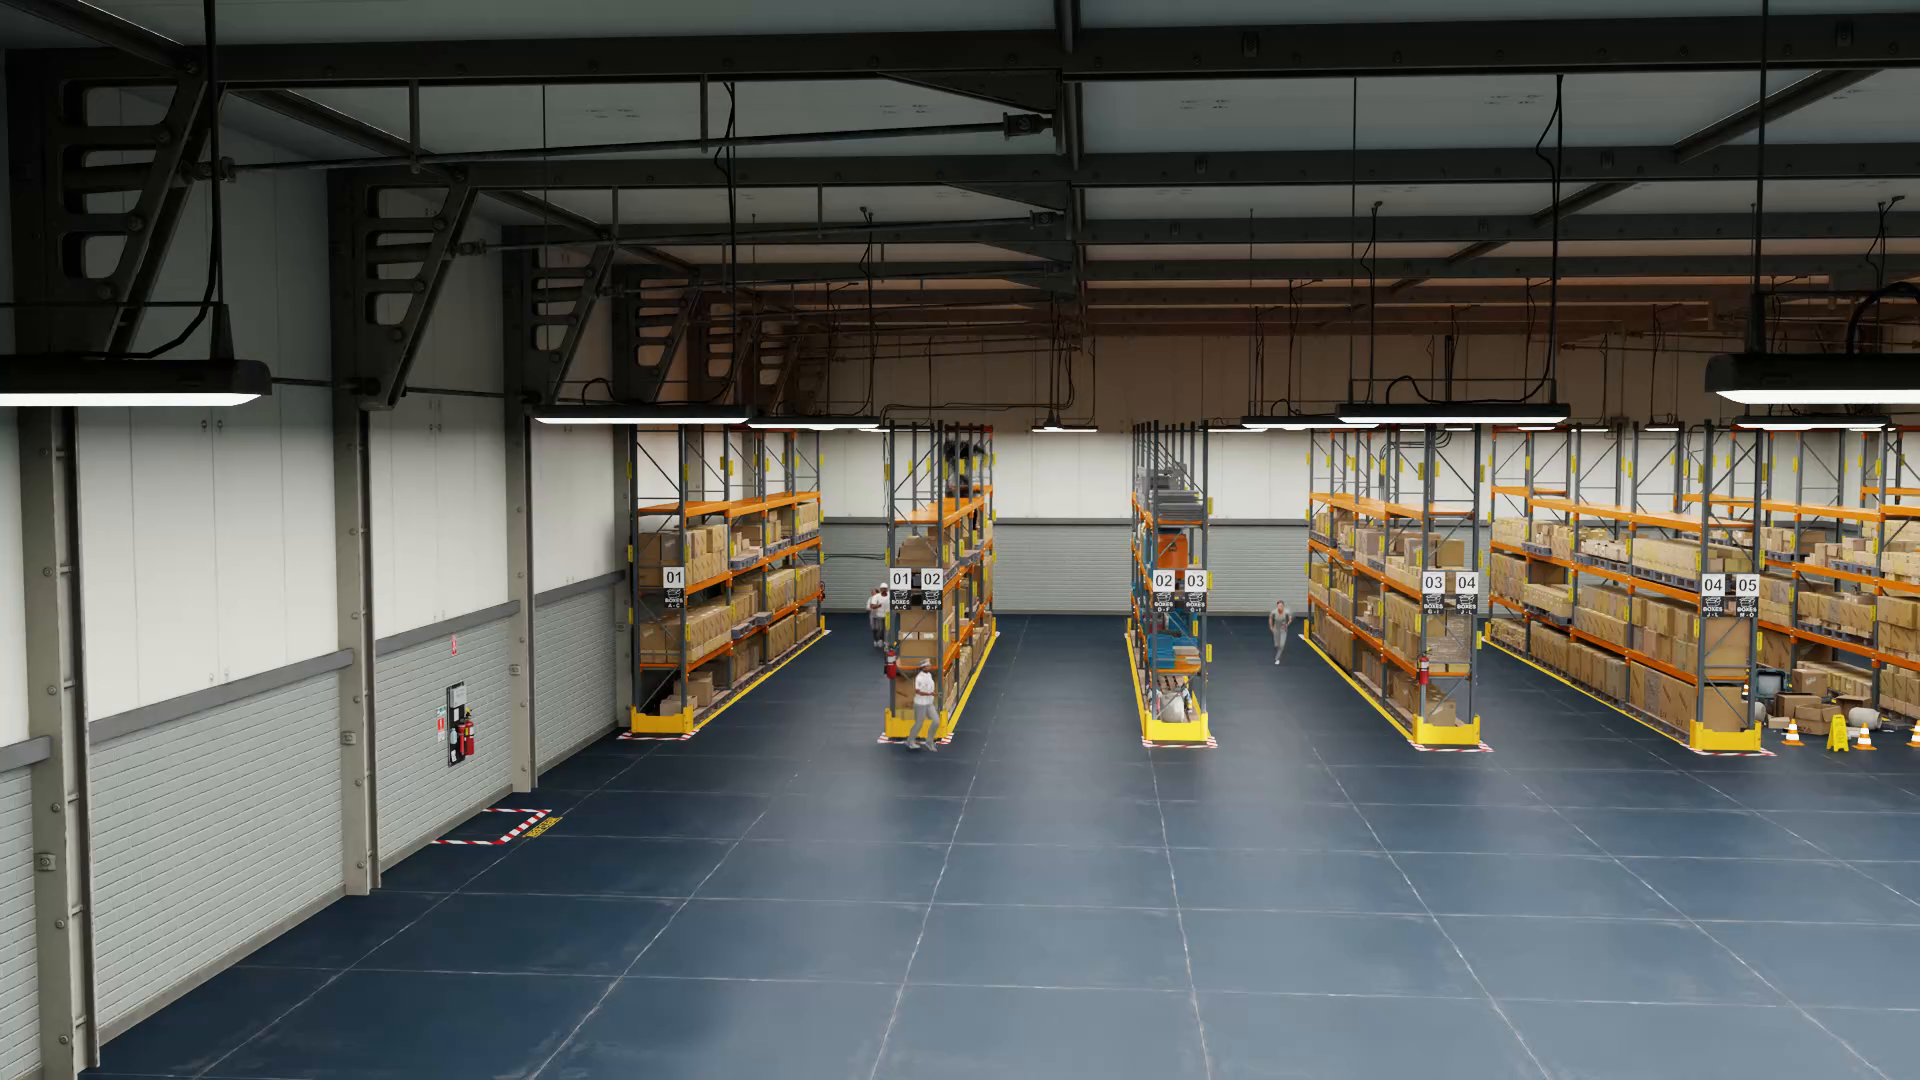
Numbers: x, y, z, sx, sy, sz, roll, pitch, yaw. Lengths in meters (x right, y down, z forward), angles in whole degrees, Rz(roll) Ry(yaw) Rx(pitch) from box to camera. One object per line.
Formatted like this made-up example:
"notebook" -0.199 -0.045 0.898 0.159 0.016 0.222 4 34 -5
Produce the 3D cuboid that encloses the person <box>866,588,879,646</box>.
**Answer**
"person" -2.271 2.084 44.808 0.511 1.570 0.636 1 4 9

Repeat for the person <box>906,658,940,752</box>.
"person" -0.648 2.994 30.036 0.734 1.746 0.567 2 4 33

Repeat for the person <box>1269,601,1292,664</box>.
"person" 8.018 2.309 41.650 0.554 1.600 0.705 1 4 9

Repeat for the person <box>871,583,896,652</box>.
"person" -2.020 2.022 44.078 0.688 1.781 0.950 0 4 -6
